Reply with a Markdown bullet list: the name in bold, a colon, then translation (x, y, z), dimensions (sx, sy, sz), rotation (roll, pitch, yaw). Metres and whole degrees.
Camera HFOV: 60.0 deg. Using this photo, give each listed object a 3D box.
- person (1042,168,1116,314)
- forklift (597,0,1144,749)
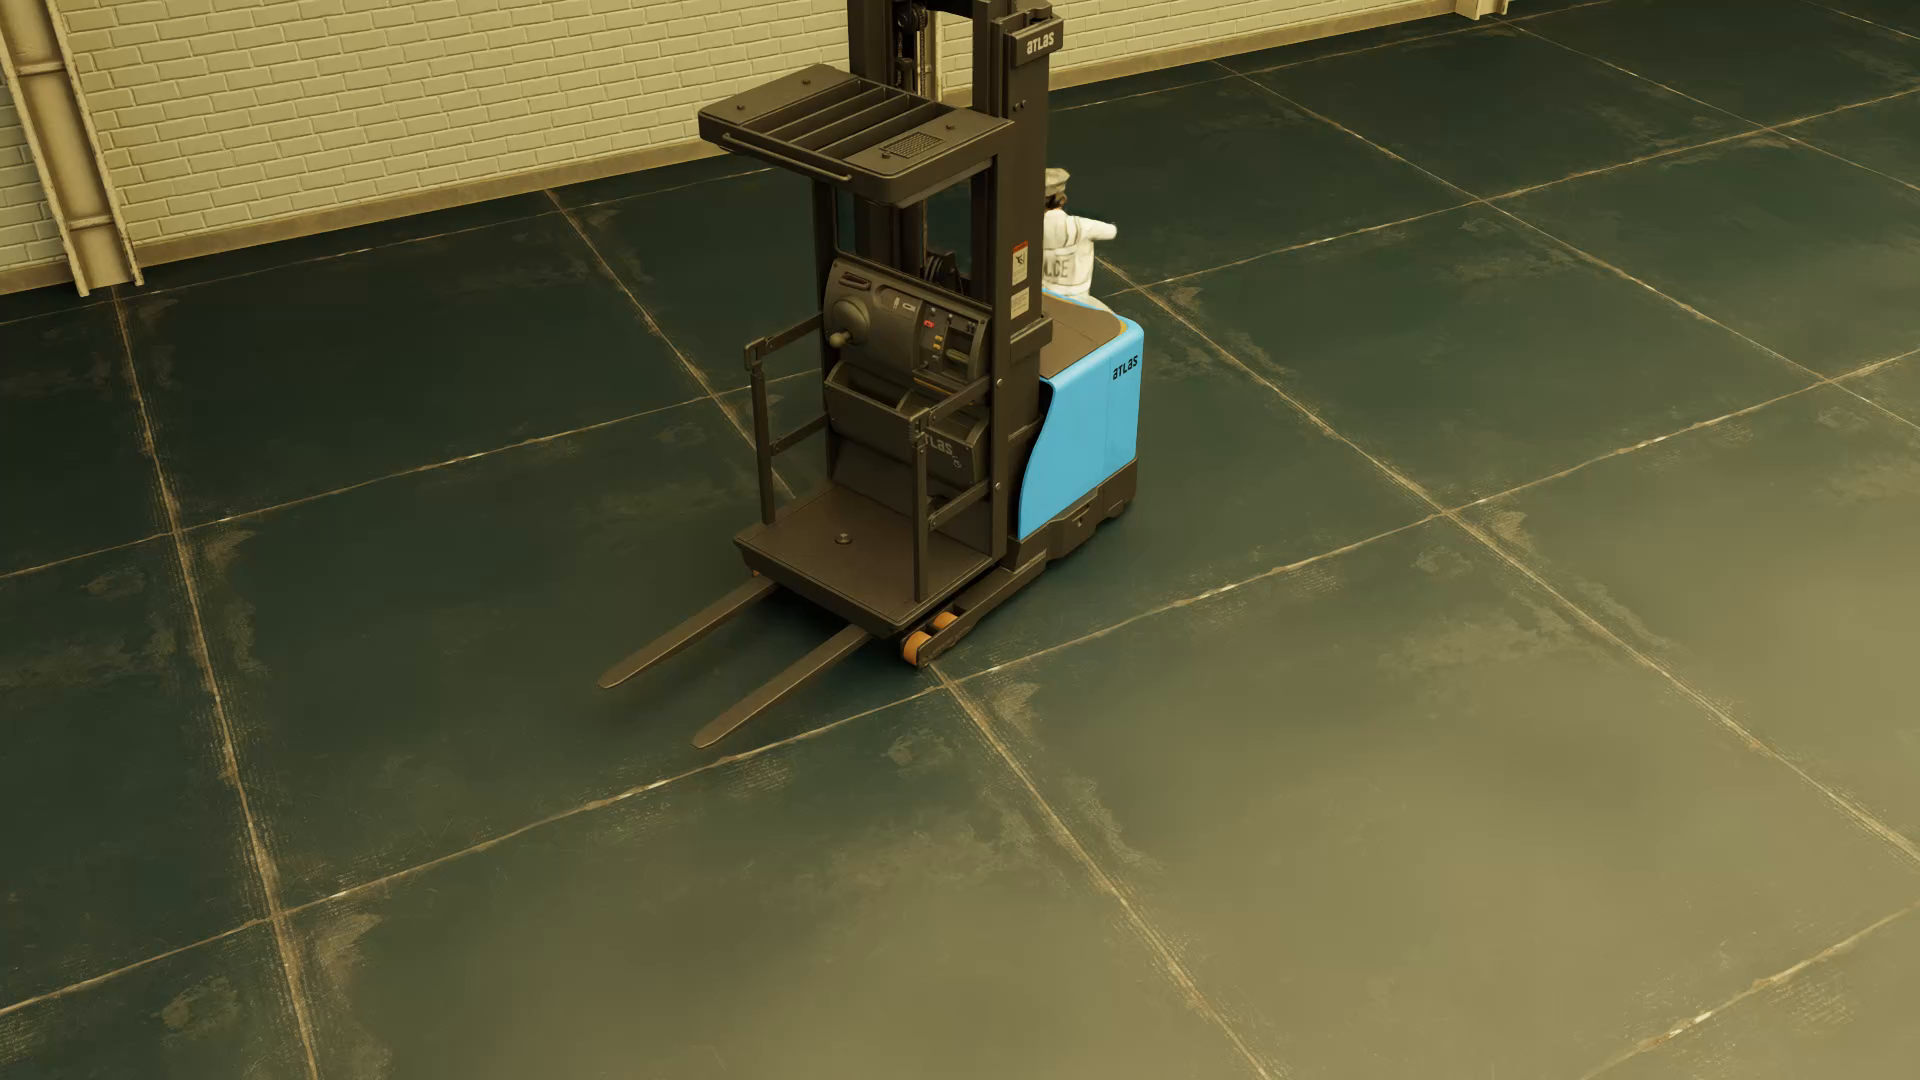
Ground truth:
- **person**: translation (0.476, -1.412, 9.485), dimensions (0.903, 1.438, 0.631), rotation (-14, 38, -19)
- **forklift**: translation (-0.390, -0.927, 7.434), dimensions (1.130, 2.935, 3.031), rotation (26, 43, 31)
